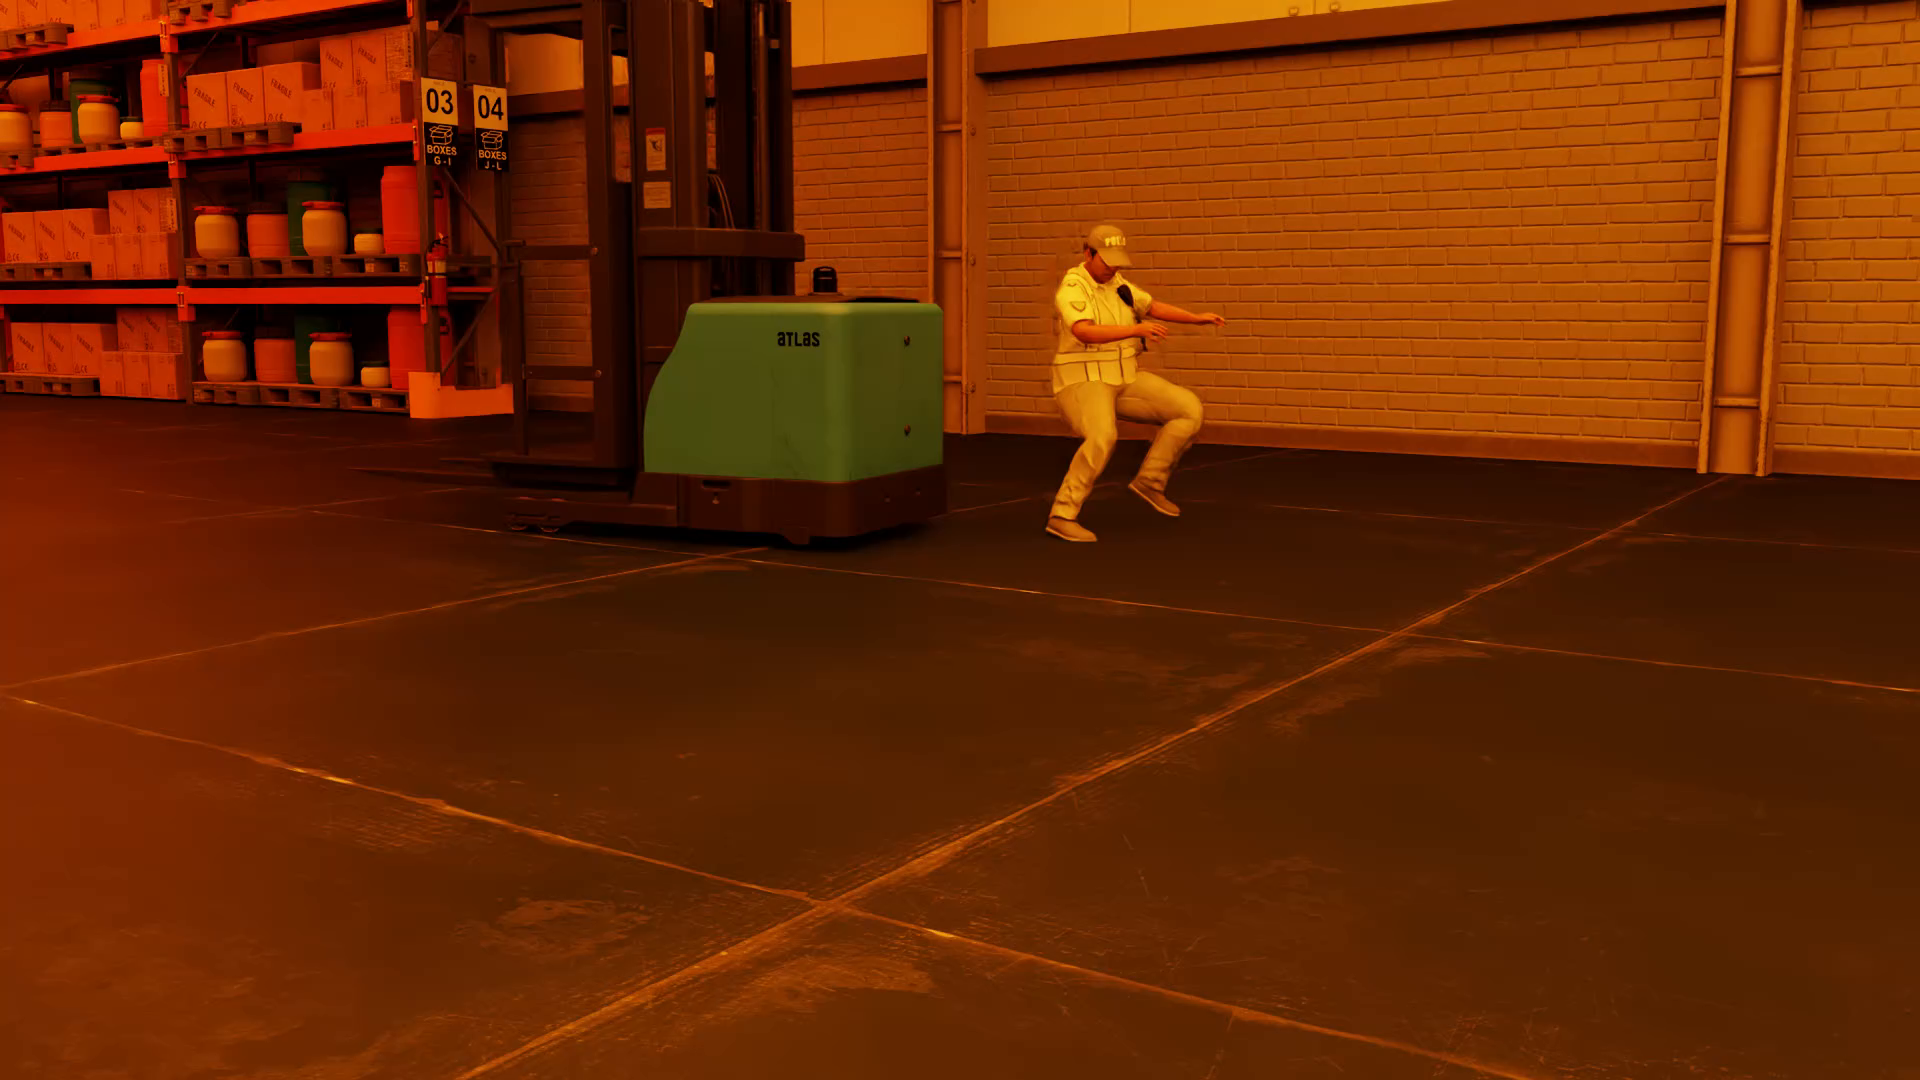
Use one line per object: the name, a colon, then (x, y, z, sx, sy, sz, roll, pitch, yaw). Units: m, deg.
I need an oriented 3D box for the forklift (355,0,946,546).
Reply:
forklift: (-1.621, -1.545, 8.055, 3.031, 2.935, 1.130, 4, 9, 26)

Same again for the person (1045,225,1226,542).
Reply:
person: (0.765, -0.763, 7.900, 0.951, 1.451, 0.743, -7, 11, -41)
